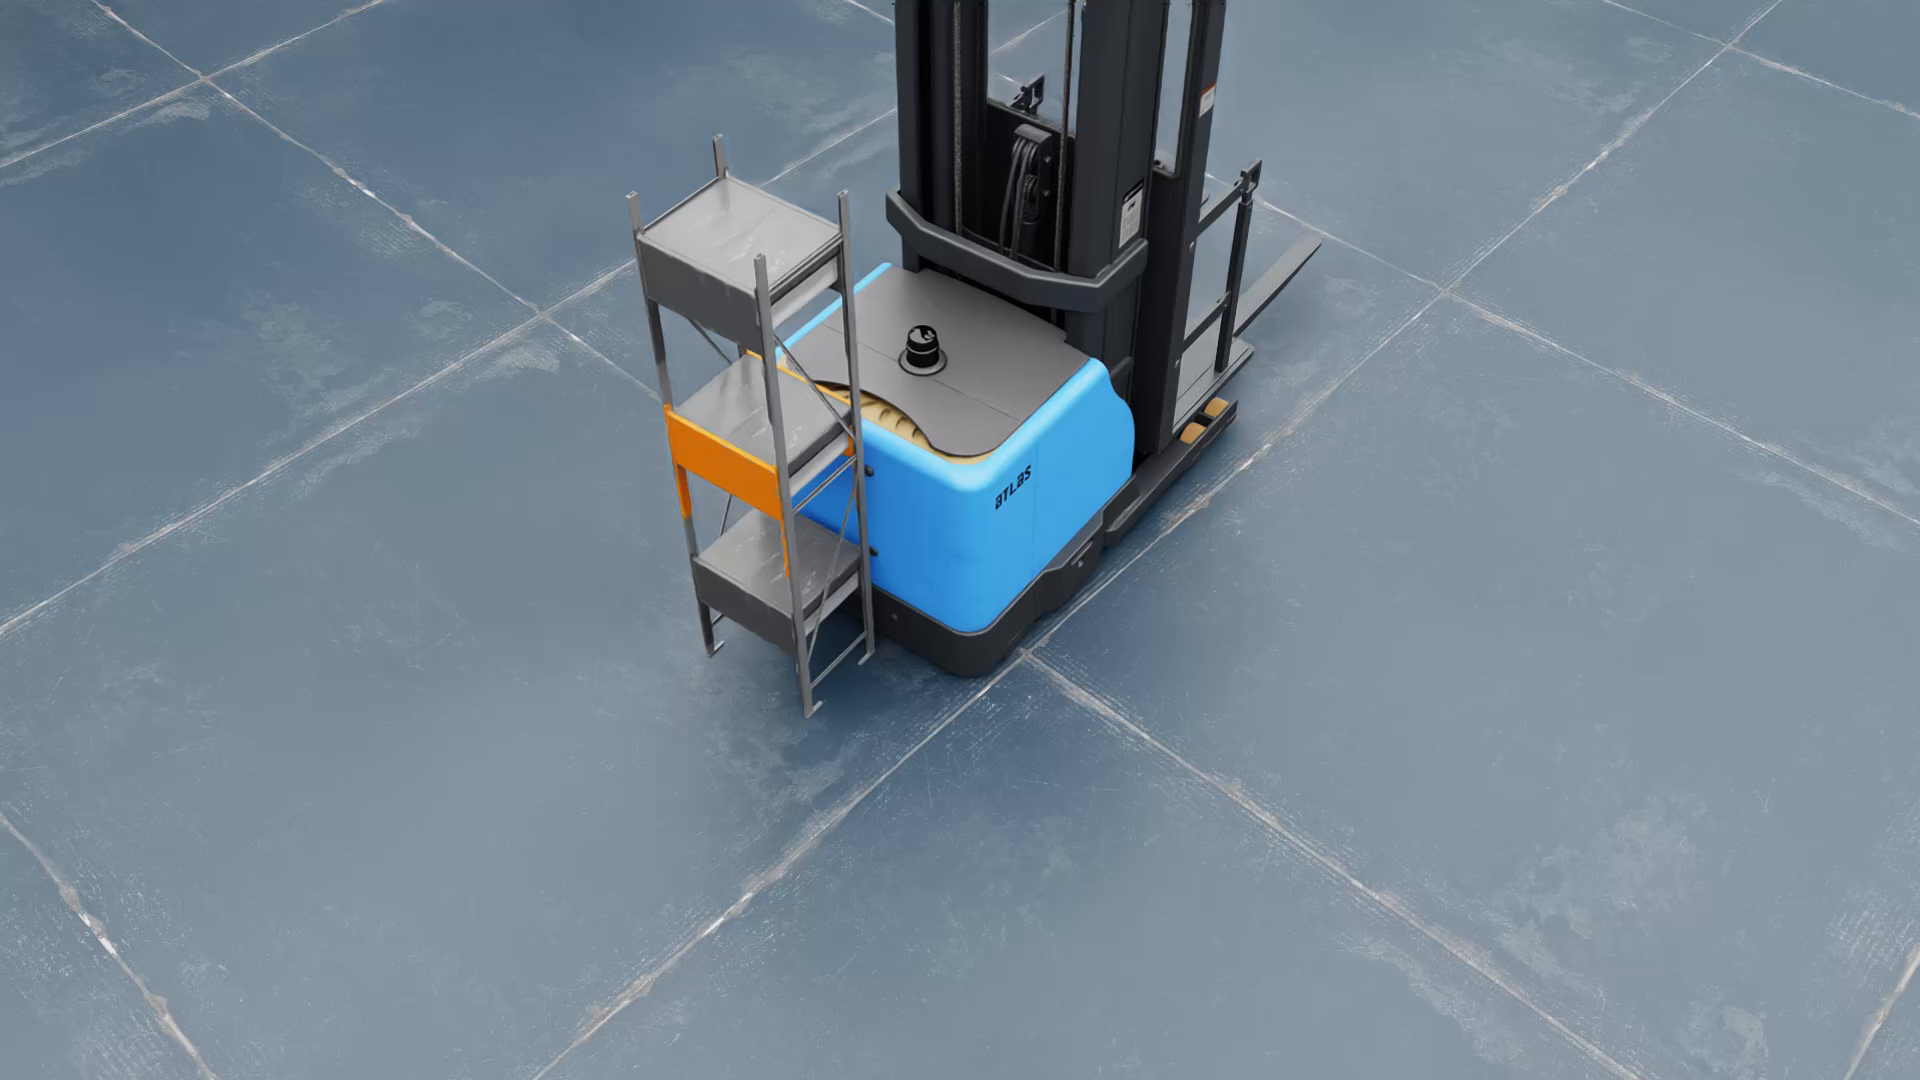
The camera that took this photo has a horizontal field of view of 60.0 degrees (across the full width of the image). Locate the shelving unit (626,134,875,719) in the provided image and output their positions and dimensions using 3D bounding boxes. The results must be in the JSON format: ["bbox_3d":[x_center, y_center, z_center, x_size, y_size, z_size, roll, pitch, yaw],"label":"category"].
[{"bbox_3d":[-0.645,-0.283,5.575,0.503,2.100,0.431,28,53,24],"label":"shelving unit"}]

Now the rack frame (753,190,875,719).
[{"bbox_3d":[-0.448,-0.177,5.476,0.015,2.100,0.400,28,53,24],"label":"rack frame"}]

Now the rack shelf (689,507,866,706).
[{"bbox_3d":[-0.645,0.205,6.096,0.480,0.518,0.431,28,53,24],"label":"rack shelf"}]

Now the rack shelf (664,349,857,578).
[{"bbox_3d":[-0.645,-0.274,5.585,0.480,0.518,0.431,28,53,24],"label":"rack shelf"}]

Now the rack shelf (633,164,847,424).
[{"bbox_3d":[-0.645,-0.753,5.075,0.480,0.518,0.431,28,53,24],"label":"rack shelf"}]

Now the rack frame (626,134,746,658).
[{"bbox_3d":[-0.841,-0.389,5.675,0.015,2.100,0.400,28,53,24],"label":"rack frame"}]

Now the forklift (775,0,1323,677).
[{"bbox_3d":[0.533,-1.530,6.176,1.130,2.935,3.031,28,53,24],"label":"forklift"}]
